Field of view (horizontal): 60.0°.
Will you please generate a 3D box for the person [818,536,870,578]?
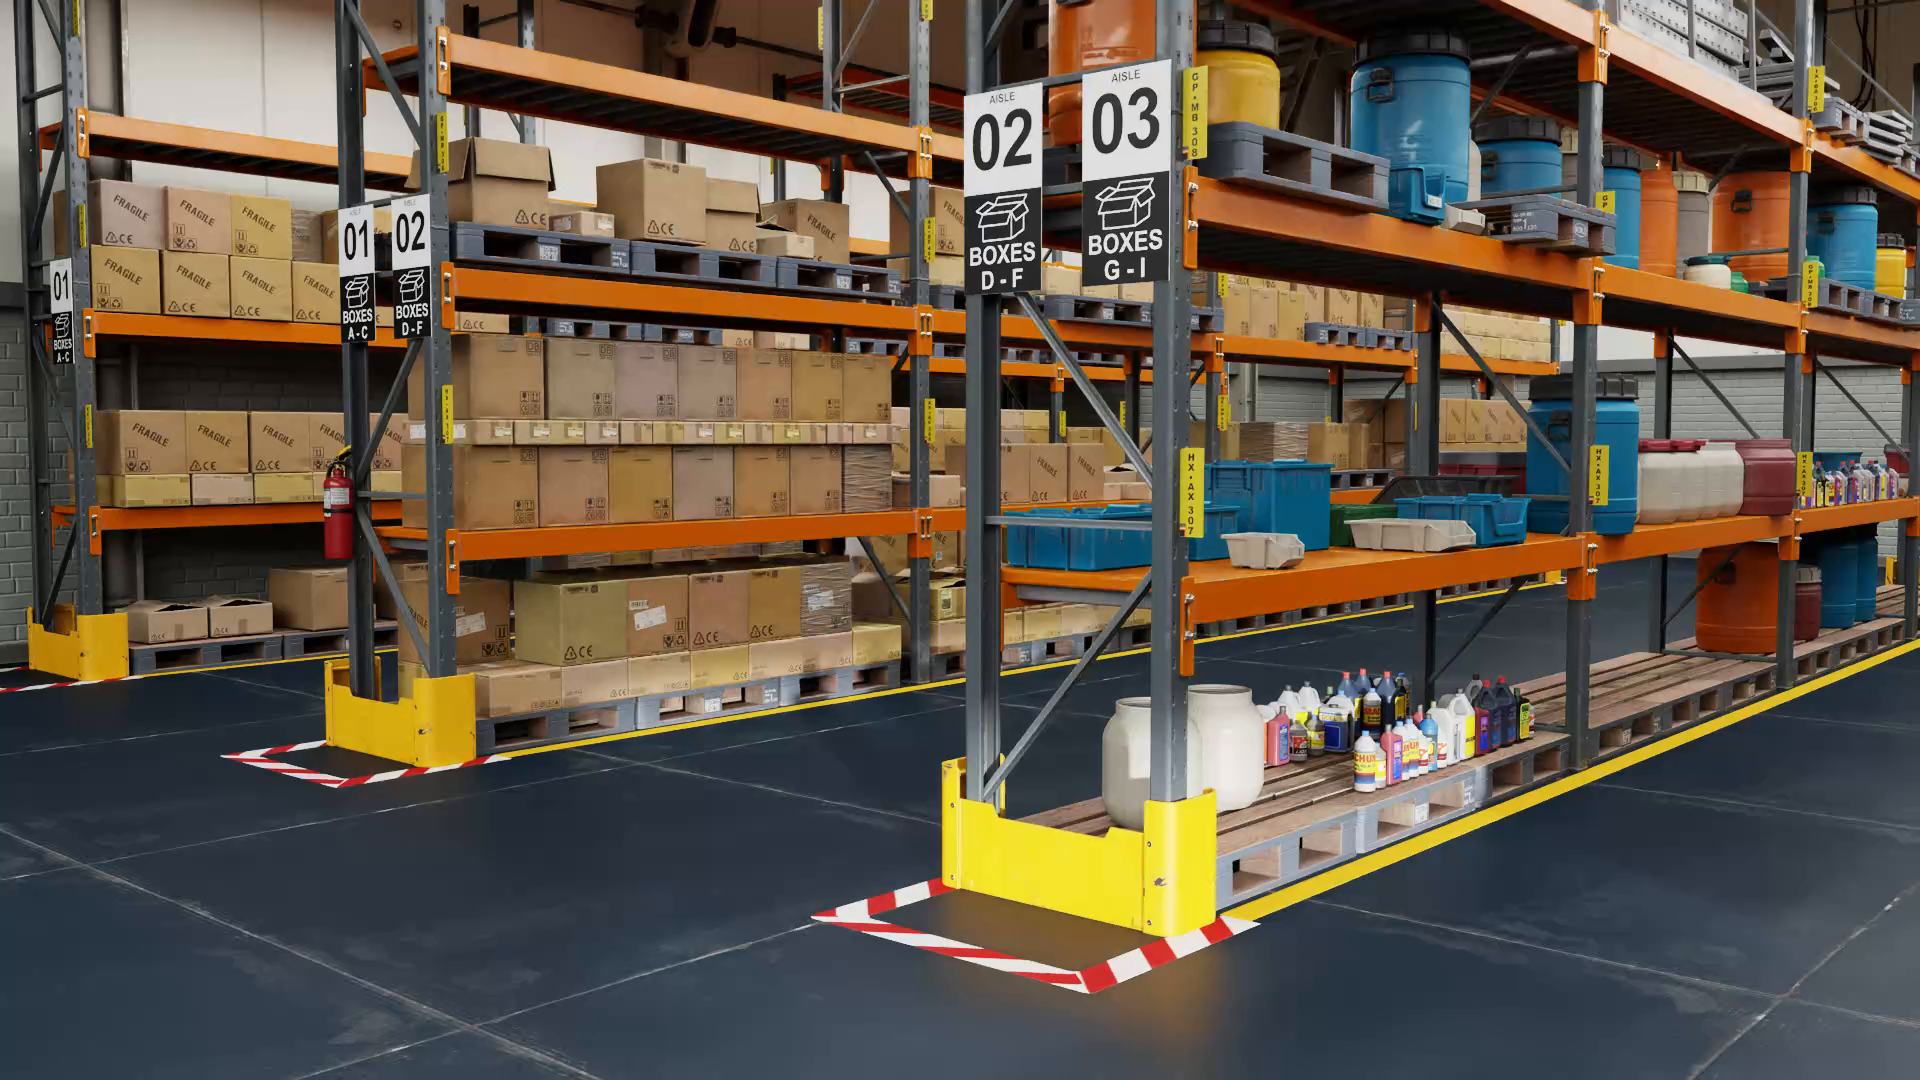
[{"bbox_3d":[-1.081,-0.048,16.069,0.588,1.764,0.677,2,4,32],"label":"person"}]
